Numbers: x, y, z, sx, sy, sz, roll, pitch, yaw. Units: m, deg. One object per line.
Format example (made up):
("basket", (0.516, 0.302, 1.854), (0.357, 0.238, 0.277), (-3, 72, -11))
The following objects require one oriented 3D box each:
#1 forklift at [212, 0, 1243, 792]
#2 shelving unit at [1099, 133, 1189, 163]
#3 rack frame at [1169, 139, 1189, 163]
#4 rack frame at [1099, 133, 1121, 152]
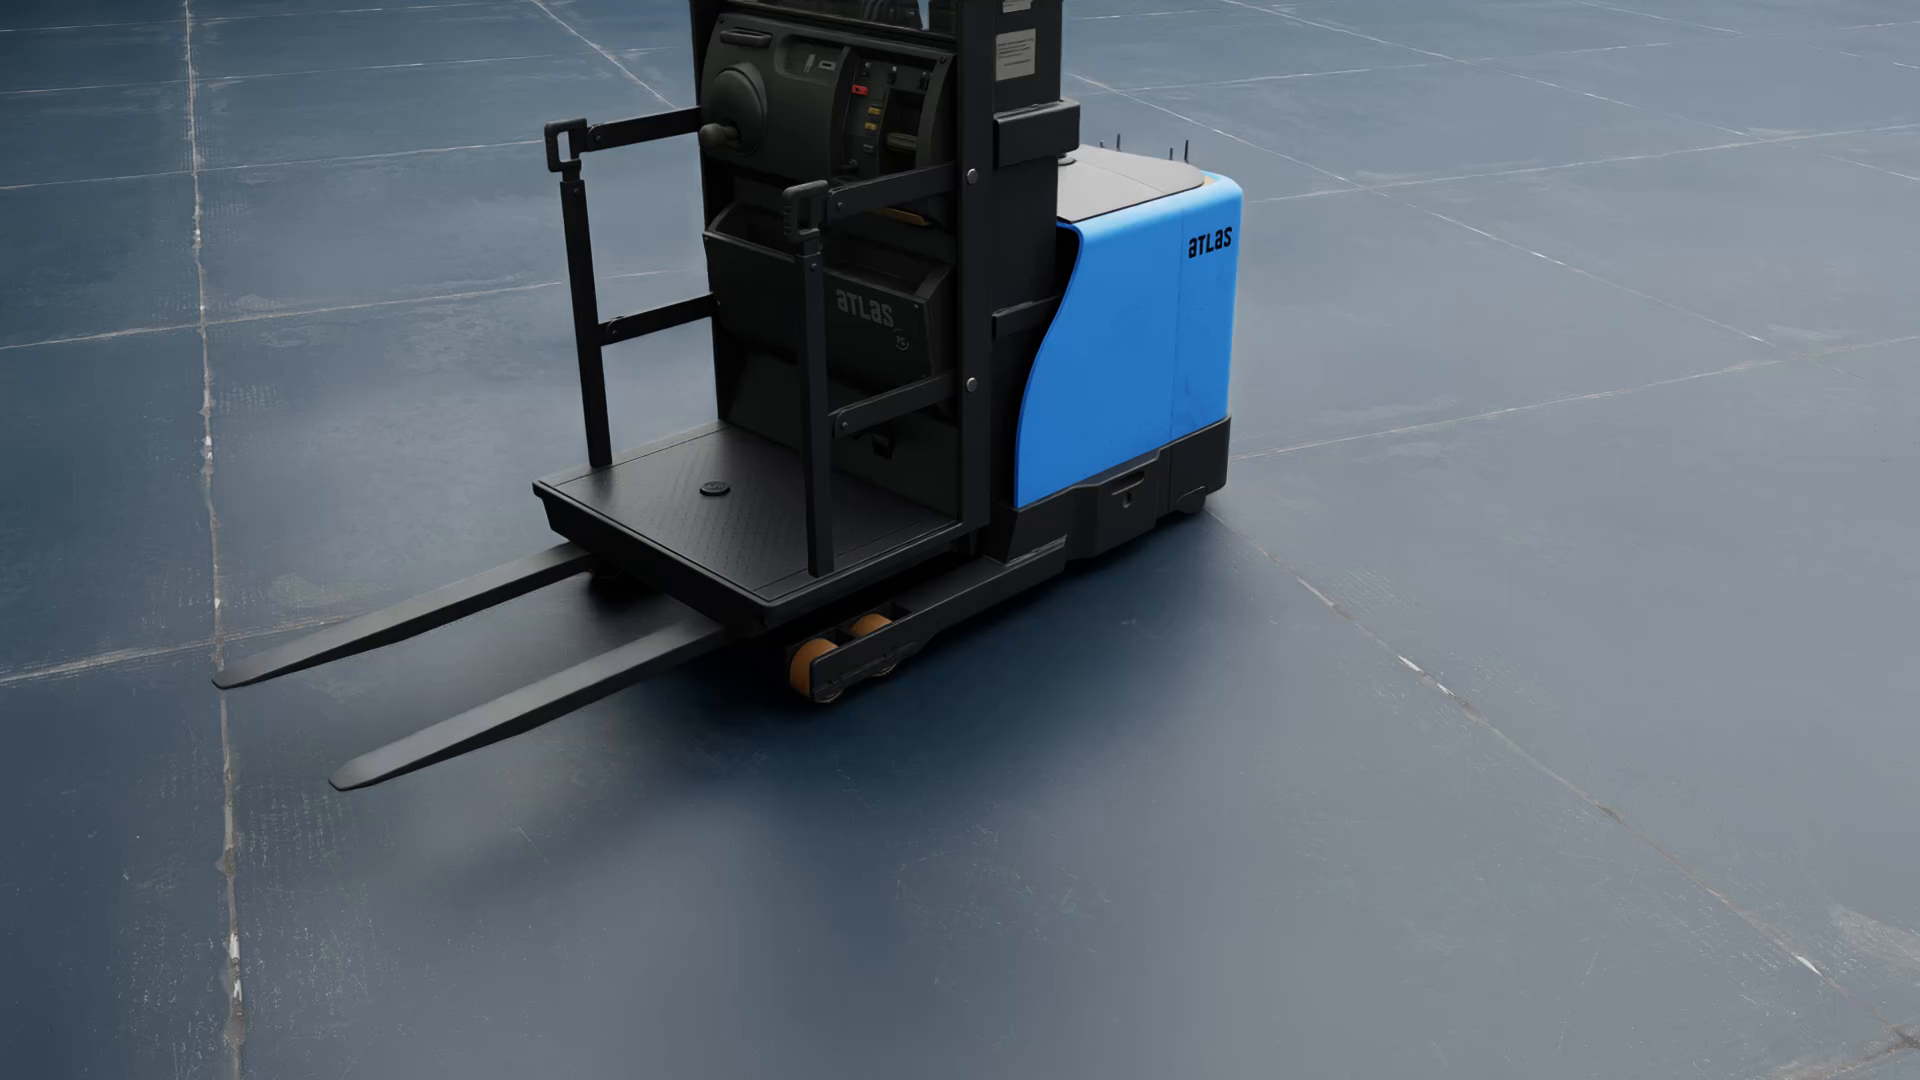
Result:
("forklift", (-0.518, -1.144, 4.253), (1.130, 2.935, 3.031), (24, 35, 39))
("shelving unit", (0.609, -0.863, 5.807), (0.252, 1.050, 0.215), (11, 25, 21))
("rack frame", (0.721, -0.841, 5.762), (0.008, 1.050, 0.200), (11, 25, 21))
("rack frame", (0.498, -0.884, 5.851), (0.008, 1.050, 0.200), (11, 25, 21))
